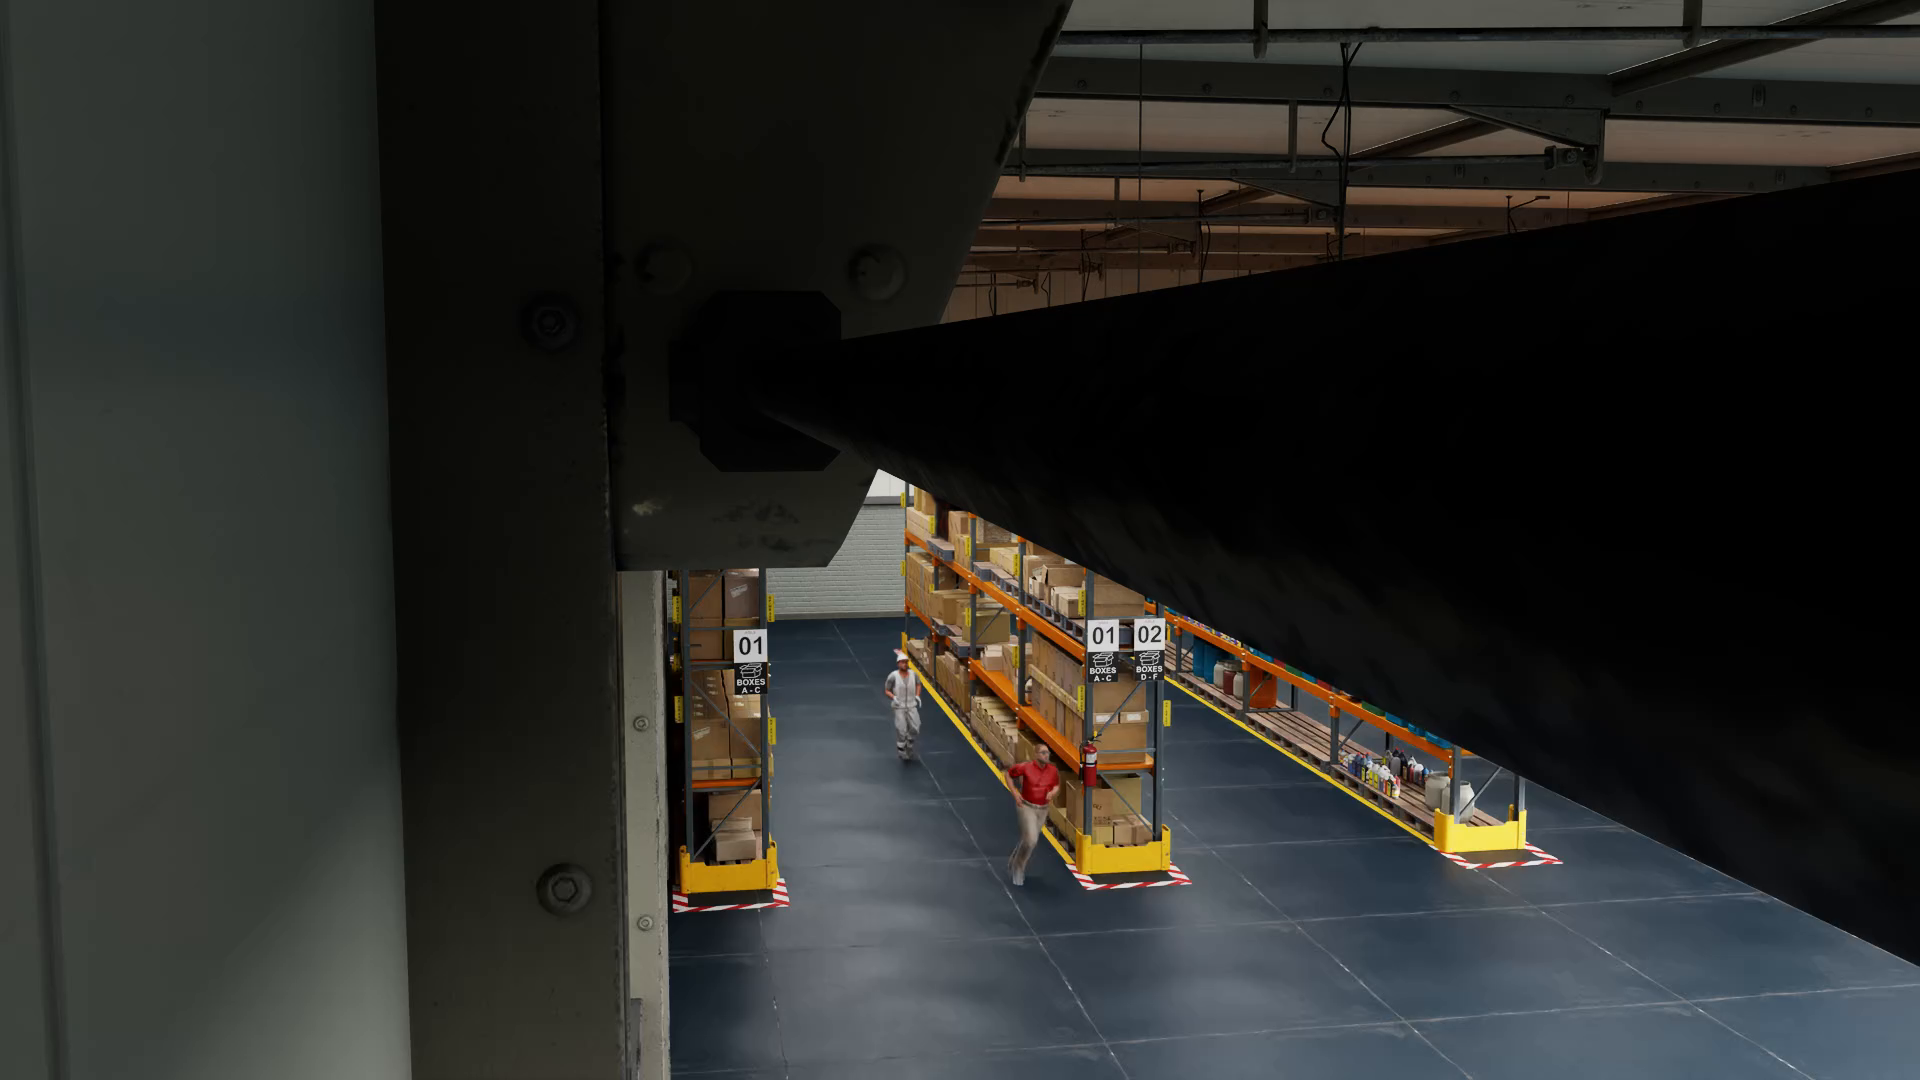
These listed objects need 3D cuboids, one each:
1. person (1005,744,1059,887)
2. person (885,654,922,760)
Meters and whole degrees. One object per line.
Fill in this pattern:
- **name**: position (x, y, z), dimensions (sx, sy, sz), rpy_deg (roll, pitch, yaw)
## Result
- **person**: position (0.898, 3.383, 20.585), dimensions (0.691, 1.753, 0.705), rpy_deg (-3, 7, -30)
- **person**: position (-0.866, 2.690, 26.631), dimensions (0.628, 1.740, 0.574), rpy_deg (-2, 6, -17)
